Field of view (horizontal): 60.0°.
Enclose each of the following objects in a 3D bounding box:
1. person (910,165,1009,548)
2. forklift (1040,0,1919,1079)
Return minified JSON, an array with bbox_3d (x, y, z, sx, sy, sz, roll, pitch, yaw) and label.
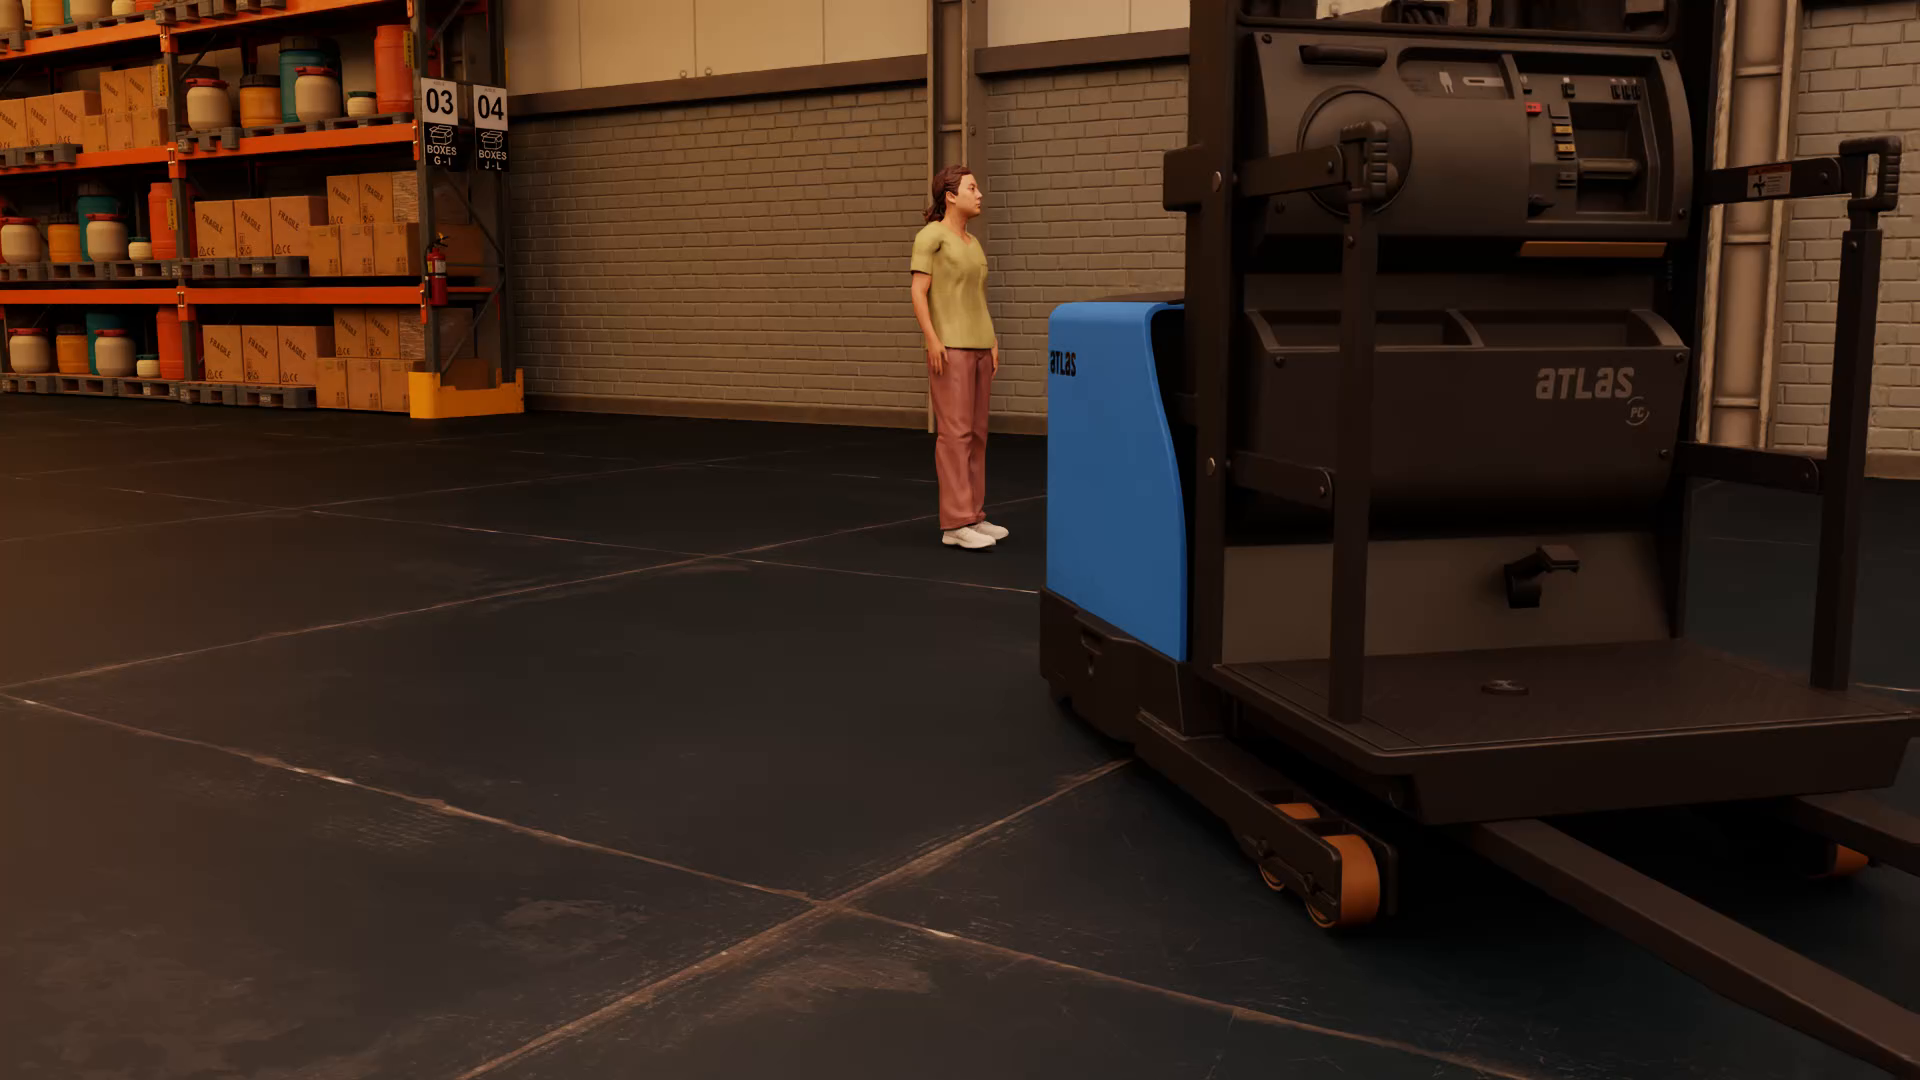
[{"bbox_3d":[0.054,-0.825,7.435,0.549,1.666,0.553,5,10,34],"label":"person"},{"bbox_3d":[1.075,-0.837,3.080,1.130,2.935,3.031,-2,8,-14],"label":"forklift"}]
